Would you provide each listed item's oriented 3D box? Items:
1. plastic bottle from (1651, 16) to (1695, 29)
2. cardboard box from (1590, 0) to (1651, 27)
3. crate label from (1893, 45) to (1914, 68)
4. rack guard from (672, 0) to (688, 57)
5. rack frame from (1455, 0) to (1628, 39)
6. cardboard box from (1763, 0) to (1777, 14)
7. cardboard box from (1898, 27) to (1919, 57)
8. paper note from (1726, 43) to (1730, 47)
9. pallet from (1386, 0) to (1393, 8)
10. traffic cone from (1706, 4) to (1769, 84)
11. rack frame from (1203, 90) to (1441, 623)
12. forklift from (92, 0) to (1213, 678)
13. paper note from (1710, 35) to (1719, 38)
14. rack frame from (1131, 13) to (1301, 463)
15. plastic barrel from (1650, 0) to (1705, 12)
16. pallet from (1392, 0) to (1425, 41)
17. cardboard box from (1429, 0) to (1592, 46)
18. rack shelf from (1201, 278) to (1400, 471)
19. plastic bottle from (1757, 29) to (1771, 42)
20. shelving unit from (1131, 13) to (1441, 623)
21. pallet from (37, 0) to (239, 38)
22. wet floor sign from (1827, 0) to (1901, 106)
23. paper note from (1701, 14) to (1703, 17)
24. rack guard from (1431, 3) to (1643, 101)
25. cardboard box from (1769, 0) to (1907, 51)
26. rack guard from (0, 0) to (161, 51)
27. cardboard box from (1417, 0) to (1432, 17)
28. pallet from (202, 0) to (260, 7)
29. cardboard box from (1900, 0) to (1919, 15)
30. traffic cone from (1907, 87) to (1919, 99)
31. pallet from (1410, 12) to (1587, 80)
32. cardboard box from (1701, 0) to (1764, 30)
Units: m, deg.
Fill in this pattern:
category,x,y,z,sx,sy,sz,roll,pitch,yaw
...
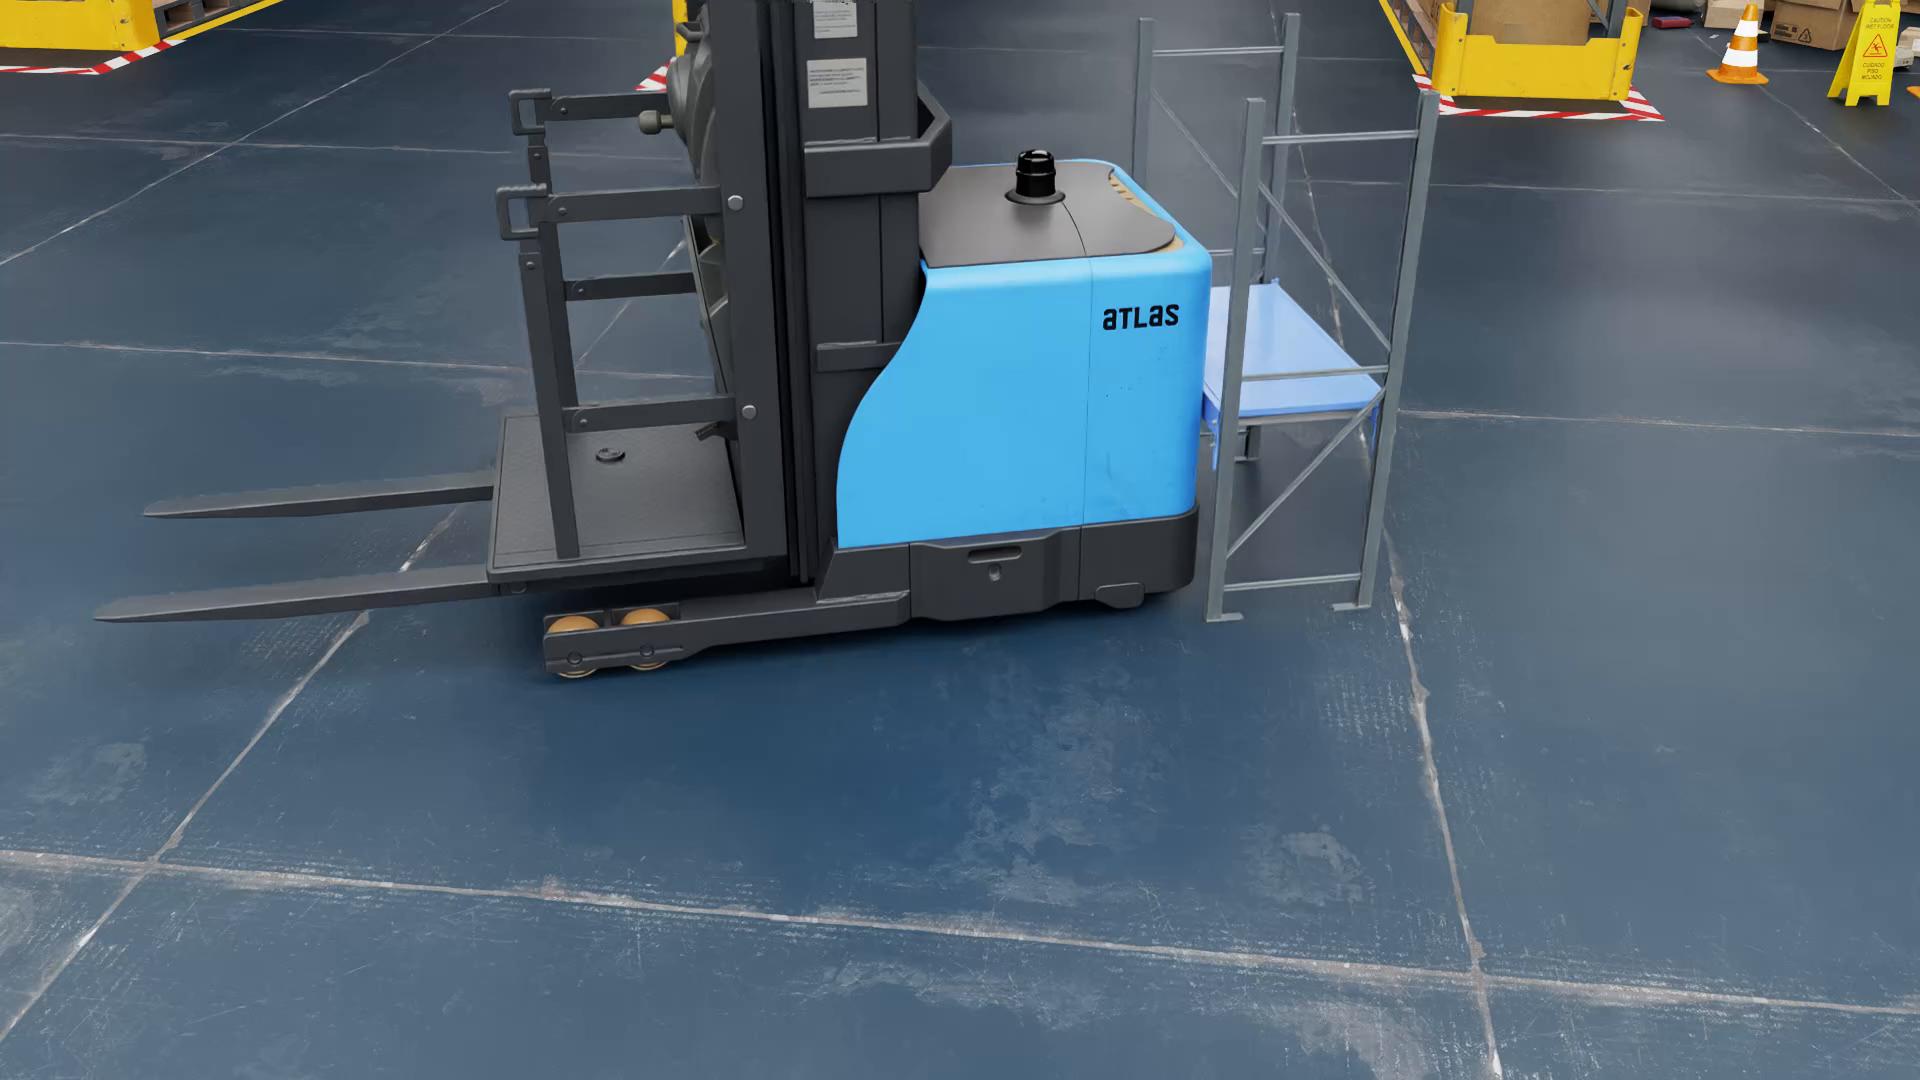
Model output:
category,x,y,z,sx,sy,sz,roll,pitch,yaw
plastic bottle,5.274,-3.825,12.286,0.283,0.061,0.133,-6,29,-11
cardboard box,4.911,-4.160,12.441,0.500,0.500,0.500,8,29,15
crate label,6.181,-3.222,11.085,0.250,0.136,0.298,-11,30,-20
rack guard,-1.309,-3.437,11.103,1.175,0.500,0.348,3,28,6
rack frame,3.592,-4.166,9.821,1.000,3.000,0.127,3,28,6
cardboard box,6.326,-4.302,12.561,0.797,0.637,0.503,3,28,6
cardboard box,6.673,-3.405,11.414,0.380,0.149,0.250,20,34,32
paper note,5.464,-3.478,11.676,0.144,0.017,0.142,14,31,24
pallet,3.912,-4.468,13.321,1.003,0.211,1.213,3,28,6
traffic cone,5.067,-3.217,10.733,0.336,0.463,0.334,3,28,6
rack frame,0.956,-0.446,4.497,0.500,1.500,0.032,-5,29,-8
forklift,-0.879,-1.187,4.362,3.031,2.935,1.130,-6,29,-10
paper note,5.426,-3.623,11.964,0.032,0.001,0.123,20,34,32
rack frame,0.785,-0.922,5.380,0.500,1.500,0.032,-5,29,-8
plastic barrel,5.466,-4.292,12.770,0.421,0.421,0.512,-24,36,-37
pallet,3.765,-3.892,12.252,1.003,0.211,1.213,3,28,6
cardboard box,3.610,-3.739,10.825,0.875,0.875,0.875,4,29,6
rack shelf,0.871,-0.526,5.024,0.538,0.185,1.000,-5,29,-8
plastic bottle,5.665,-3.628,11.920,0.133,0.061,0.283,-6,29,-11
shelving unit,0.871,-0.684,4.938,0.538,1.500,1.048,-5,29,-8
pallet,-6.166,-3.983,12.421,1.003,0.211,1.213,3,28,6
wet floor sign,5.554,-3.001,10.140,0.267,0.644,0.232,-1,28,-3
paper note,5.732,-3.993,12.638,0.172,0.023,0.155,14,31,24
rack guard,3.589,-3.055,10.393,1.175,0.500,0.348,3,28,6
cardboard box,6.220,-3.801,11.775,0.797,0.503,0.637,-17,33,-29
rack guard,-6.271,-3.728,11.643,1.175,0.500,0.348,3,28,6
cardboard box,3.716,-4.153,11.594,0.875,0.875,0.875,3,28,5
pallet,-6.014,-4.556,13.484,1.003,0.211,1.213,3,28,6
cardboard box,7.526,-4.284,12.673,0.500,0.500,0.500,-24,36,-37
traffic cone,6.147,-2.991,10.314,0.336,0.463,0.334,3,28,6
pallet,3.613,-3.320,11.189,1.003,0.211,1.213,3,28,6
cardboard box,5.700,-3.929,12.264,0.396,0.266,0.258,8,29,15
